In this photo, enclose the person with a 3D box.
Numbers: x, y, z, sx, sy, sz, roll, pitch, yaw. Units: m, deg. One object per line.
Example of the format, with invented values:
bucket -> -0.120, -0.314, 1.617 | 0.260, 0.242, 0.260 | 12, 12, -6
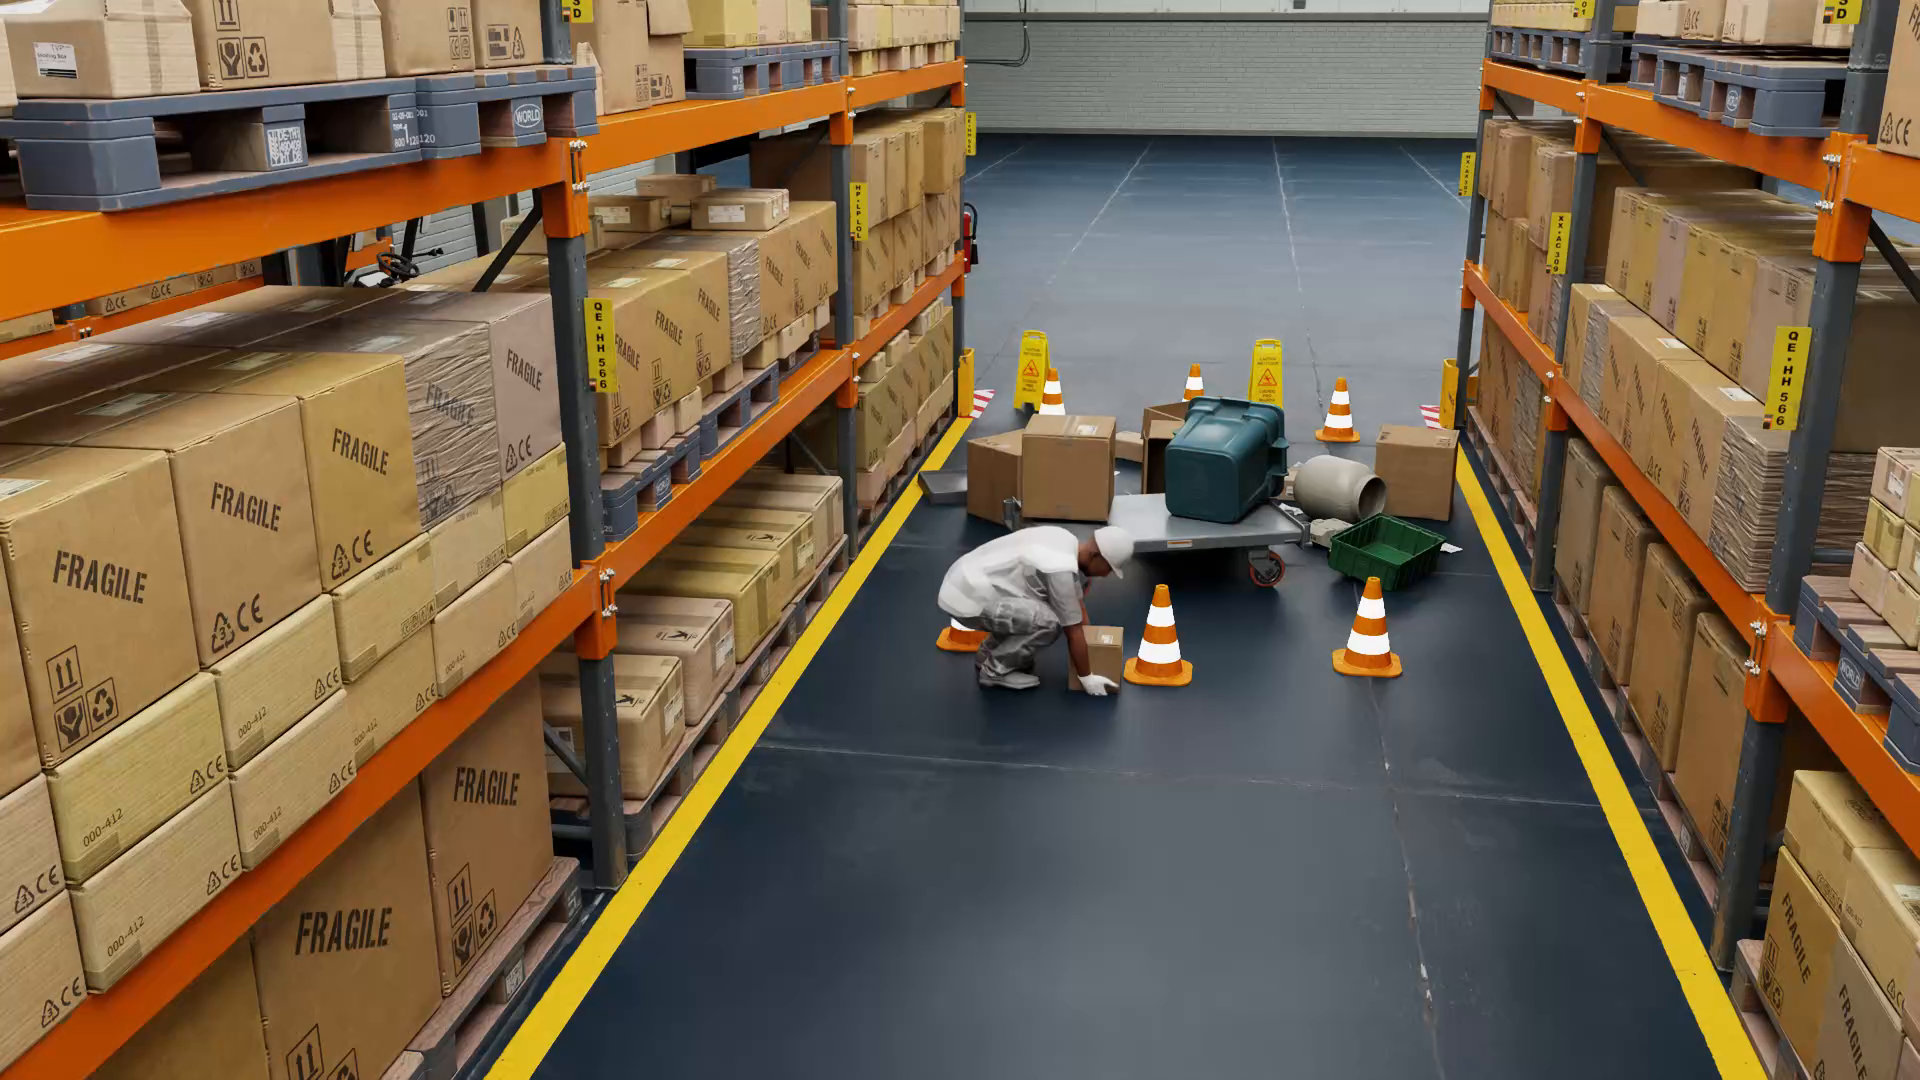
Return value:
person -> 0.371, 0.347, 8.212 | 0.948, 0.876, 0.558 | 2, 18, 7
